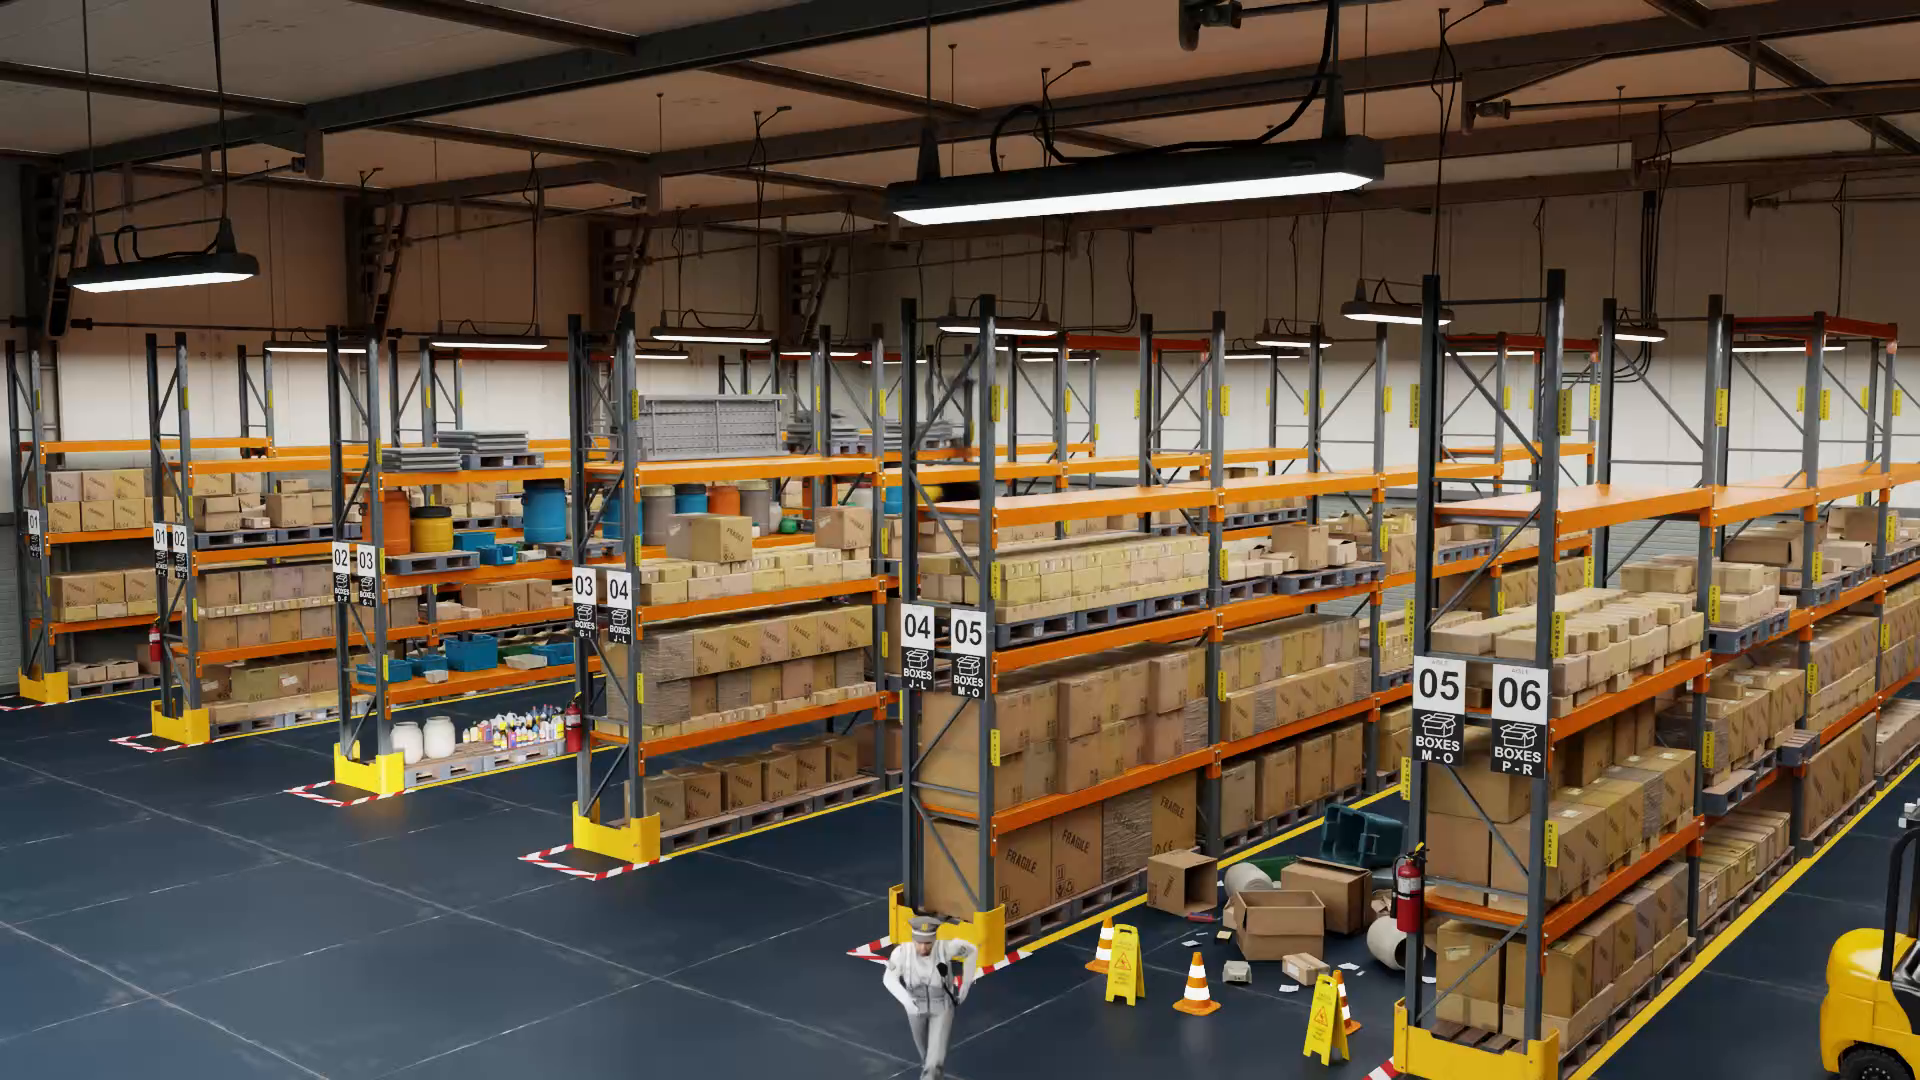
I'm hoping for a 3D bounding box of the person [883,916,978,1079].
[{"bbox_3d":[-0.200,3.347,11.755,0.658,1.625,0.965,0,5,3],"label":"person"}]
